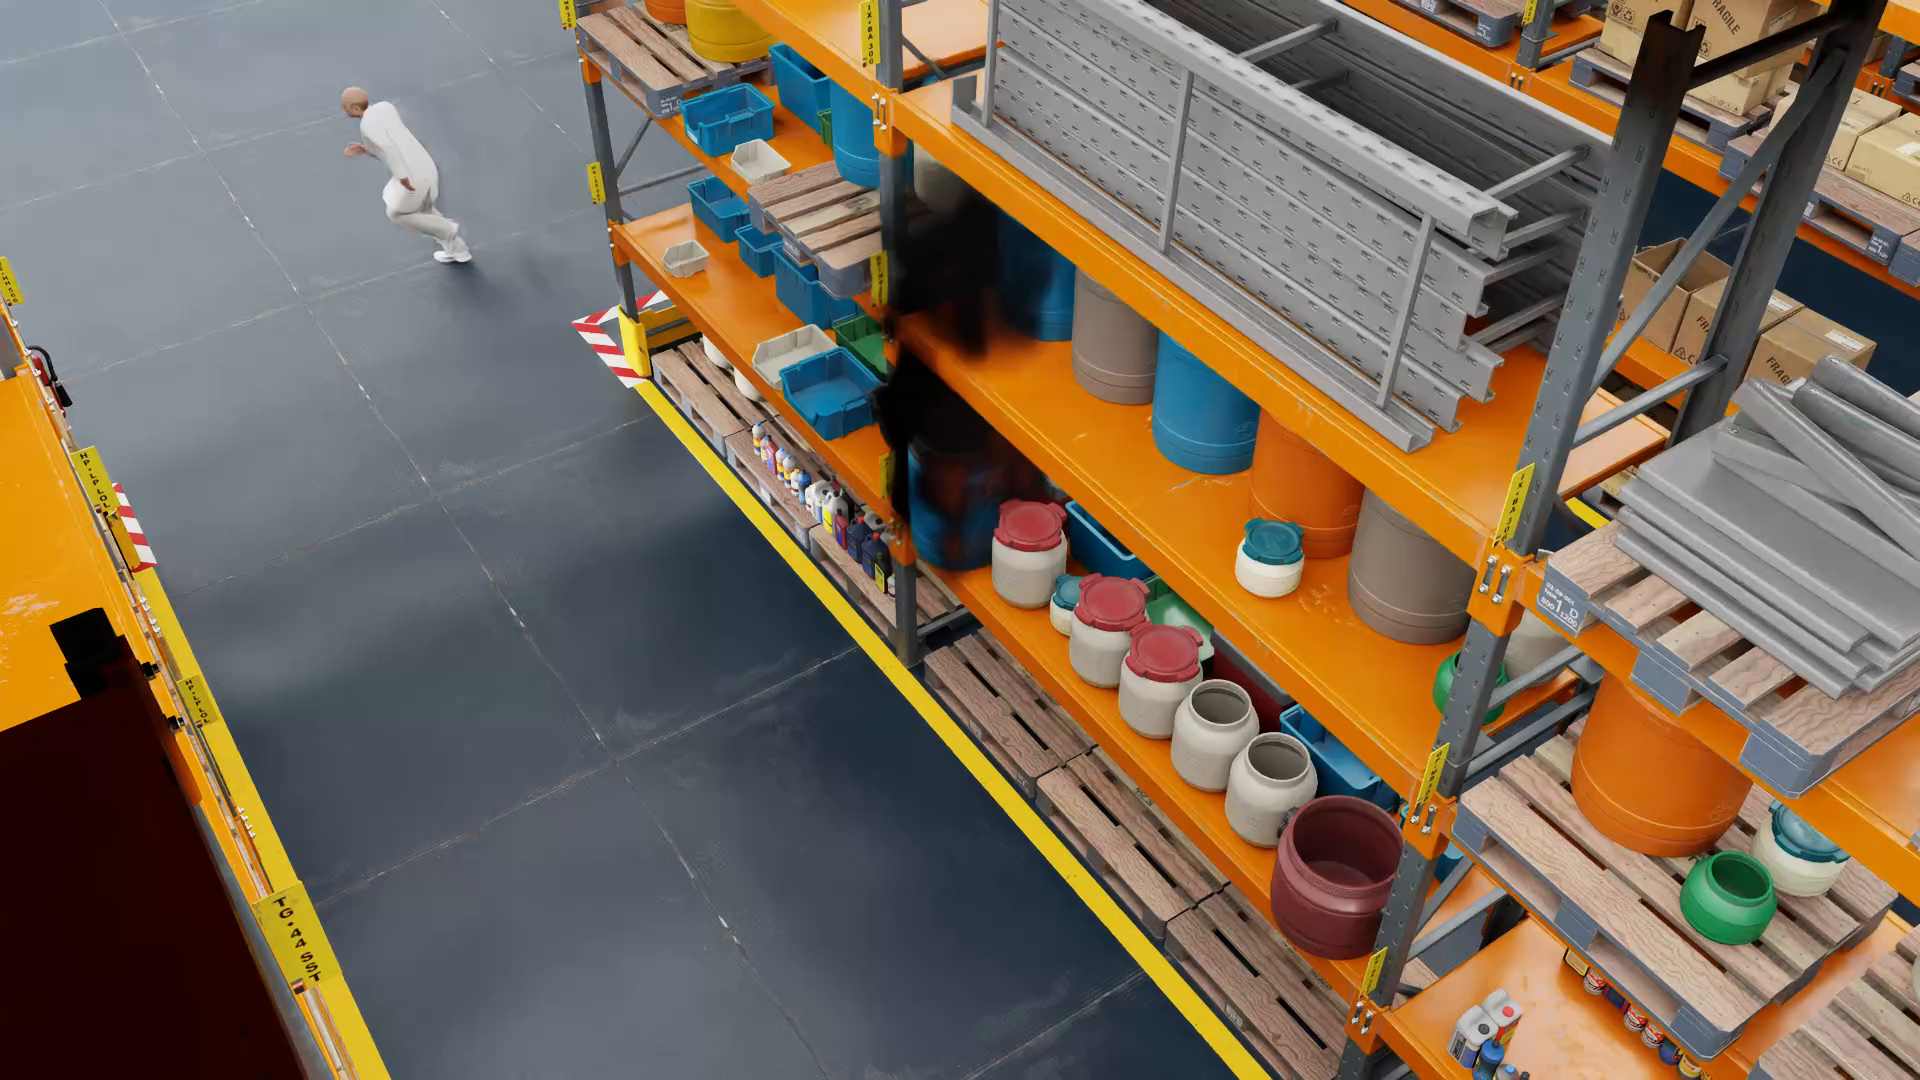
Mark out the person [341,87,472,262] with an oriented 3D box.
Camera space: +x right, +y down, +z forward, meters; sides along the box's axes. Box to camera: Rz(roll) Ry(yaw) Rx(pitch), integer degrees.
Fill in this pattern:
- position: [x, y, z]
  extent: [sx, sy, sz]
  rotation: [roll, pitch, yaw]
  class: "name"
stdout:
- position: [-4.658, -2.982, 13.819]
  extent: [0.906, 1.625, 0.725]
  rotation: [2, 43, 2]
  class: "person"
